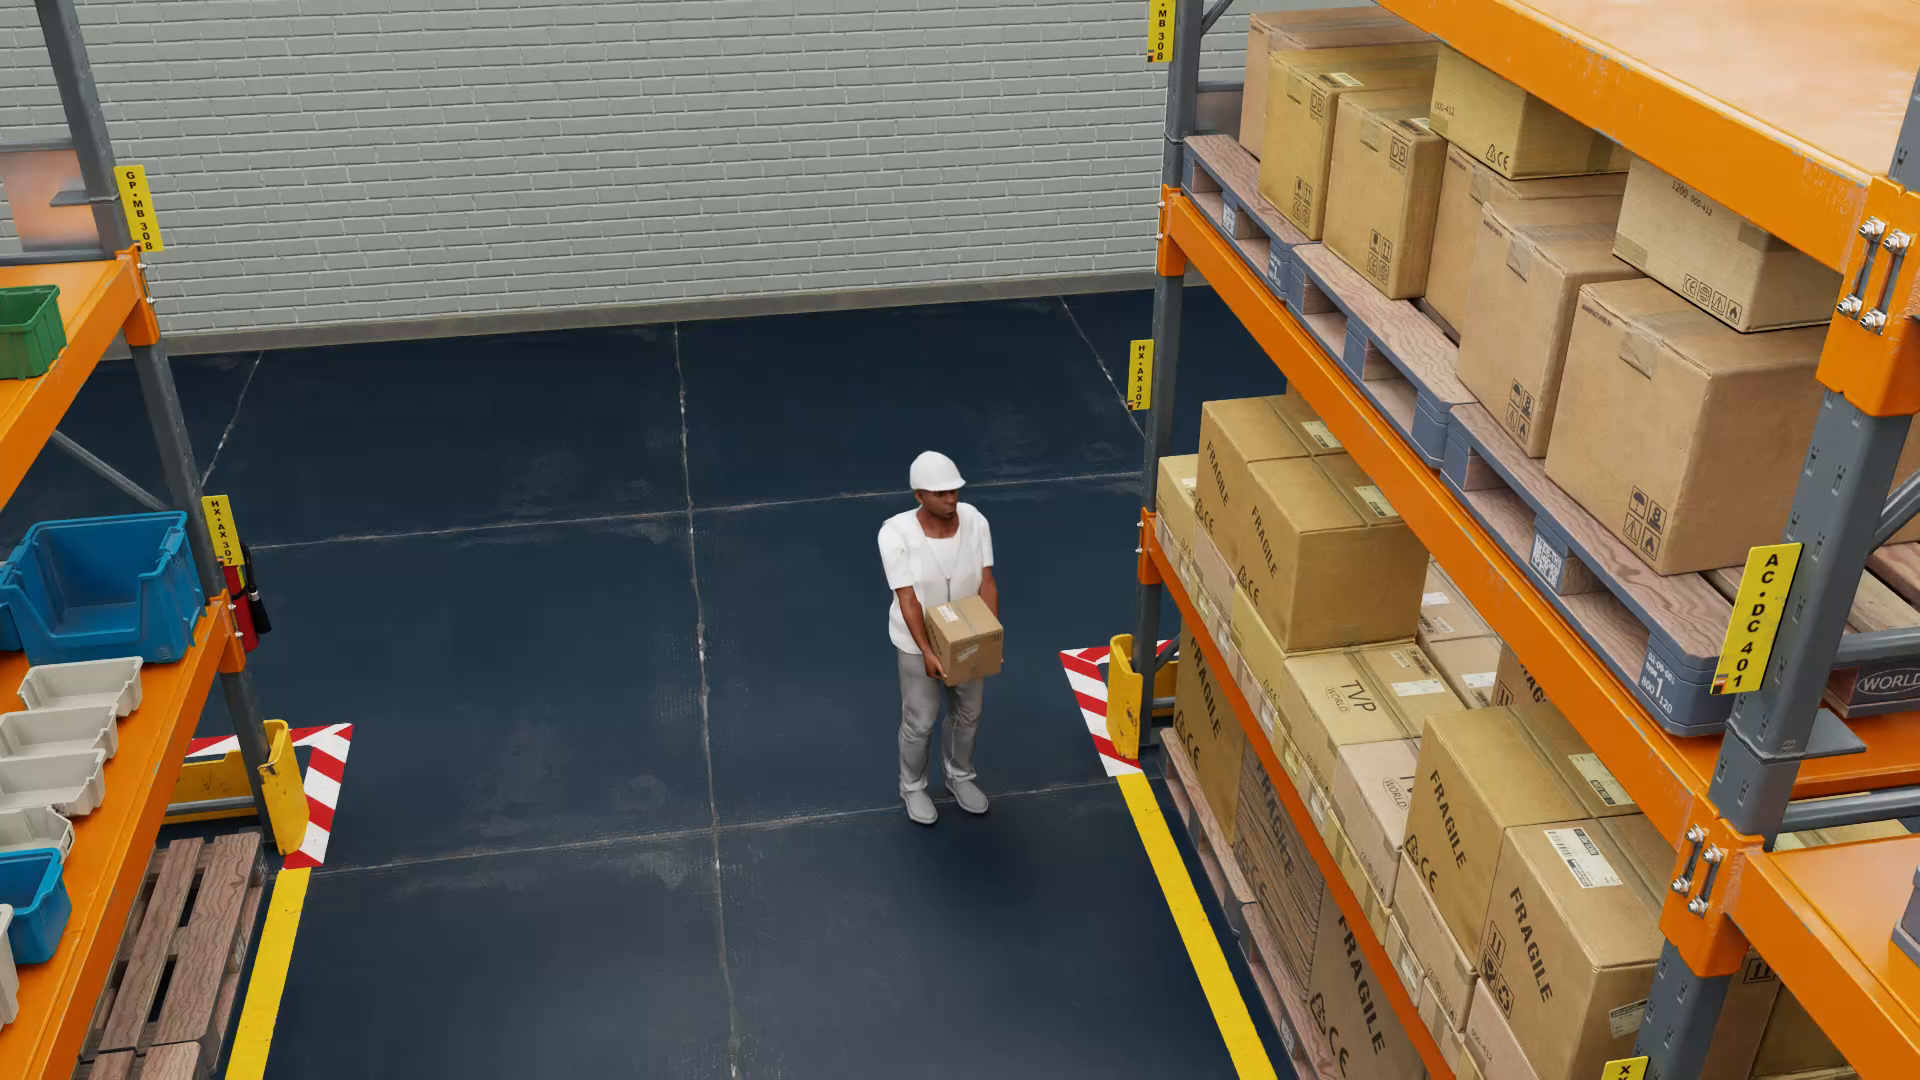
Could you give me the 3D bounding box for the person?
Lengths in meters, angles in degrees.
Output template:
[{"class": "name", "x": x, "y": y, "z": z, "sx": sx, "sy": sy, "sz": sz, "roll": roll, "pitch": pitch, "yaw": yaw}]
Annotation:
[{"class": "person", "x": -0.048, "y": 0.474, "z": 7.315, "sx": 0.503, "sy": 1.761, "sz": 0.587, "roll": -13, "pitch": 33, "yaw": -21}]
